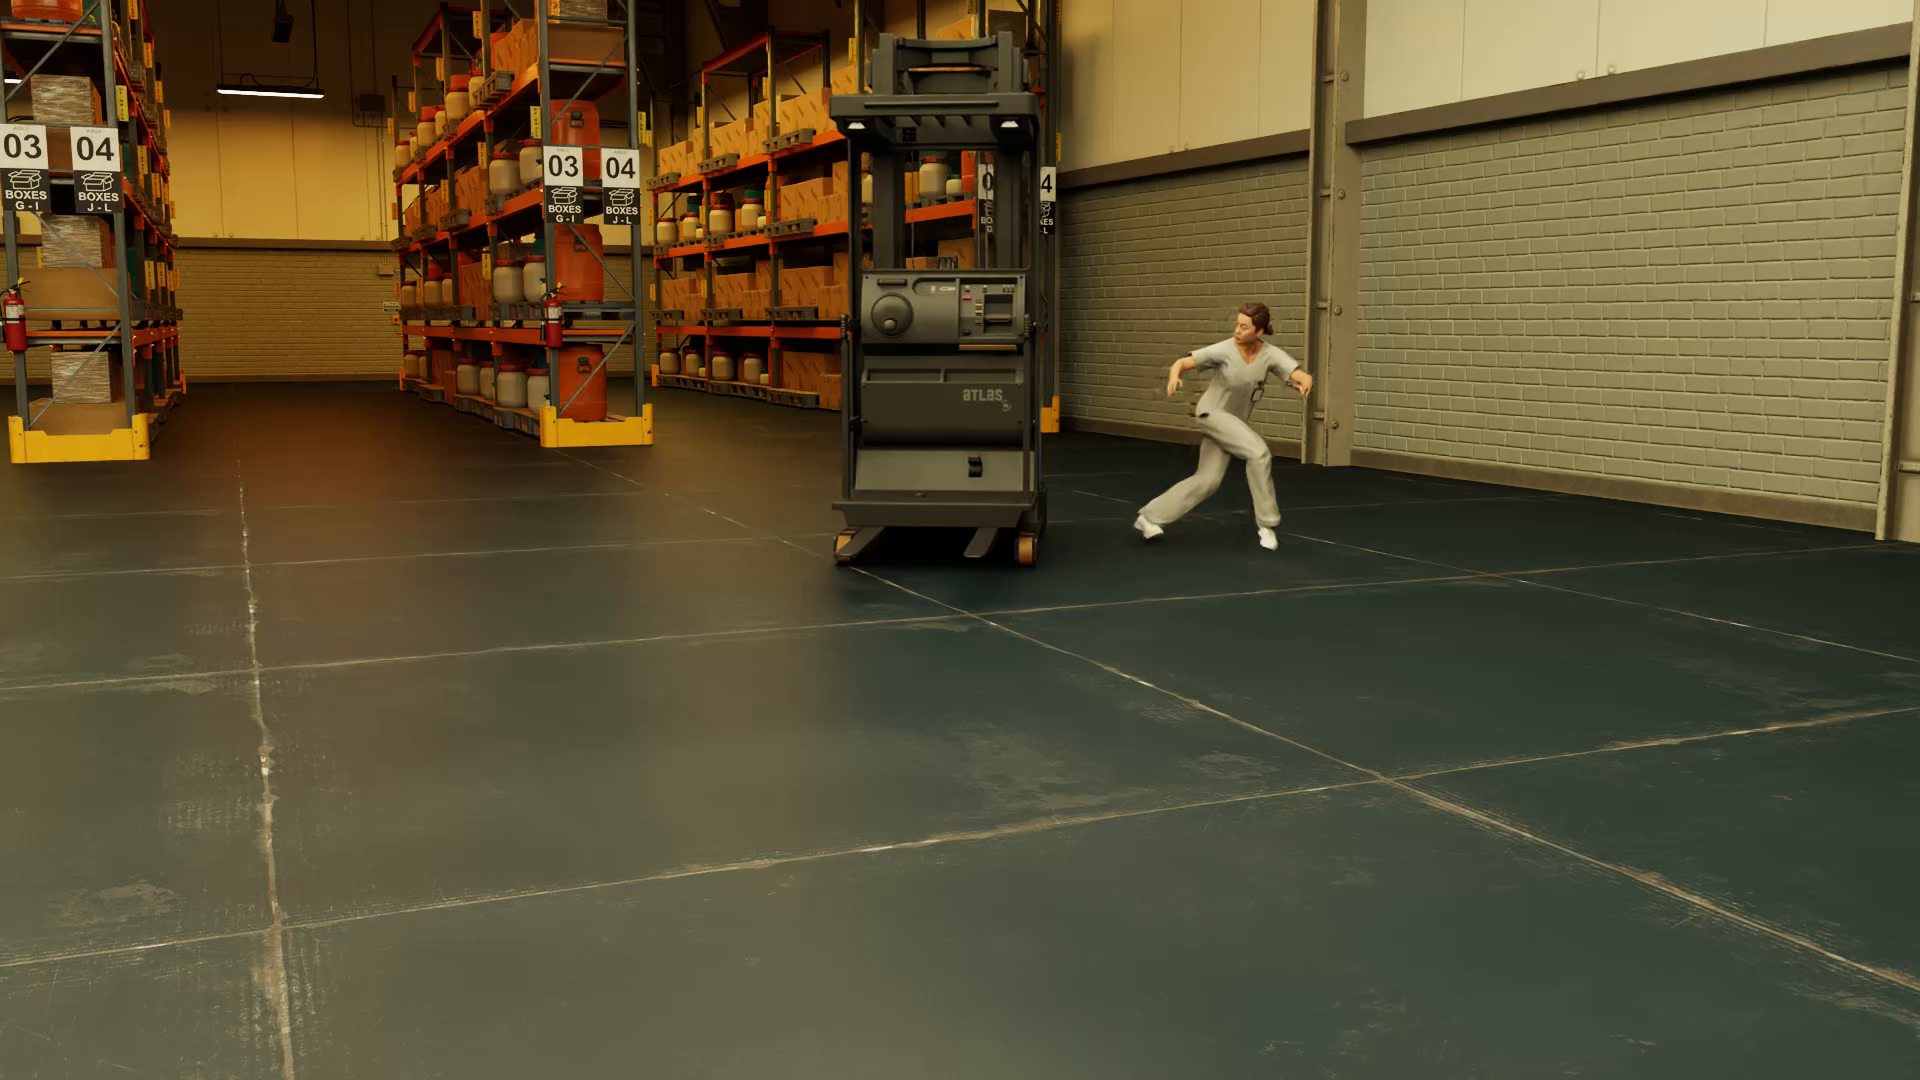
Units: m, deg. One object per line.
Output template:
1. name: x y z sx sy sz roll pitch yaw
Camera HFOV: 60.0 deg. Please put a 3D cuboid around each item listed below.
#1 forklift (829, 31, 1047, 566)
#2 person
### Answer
1. forklift: -0.110 -1.353 9.204 1.130 2.935 3.031 1 8 5
2. person: 1.576 -0.667 9.762 0.858 1.445 0.969 -5 9 -32
